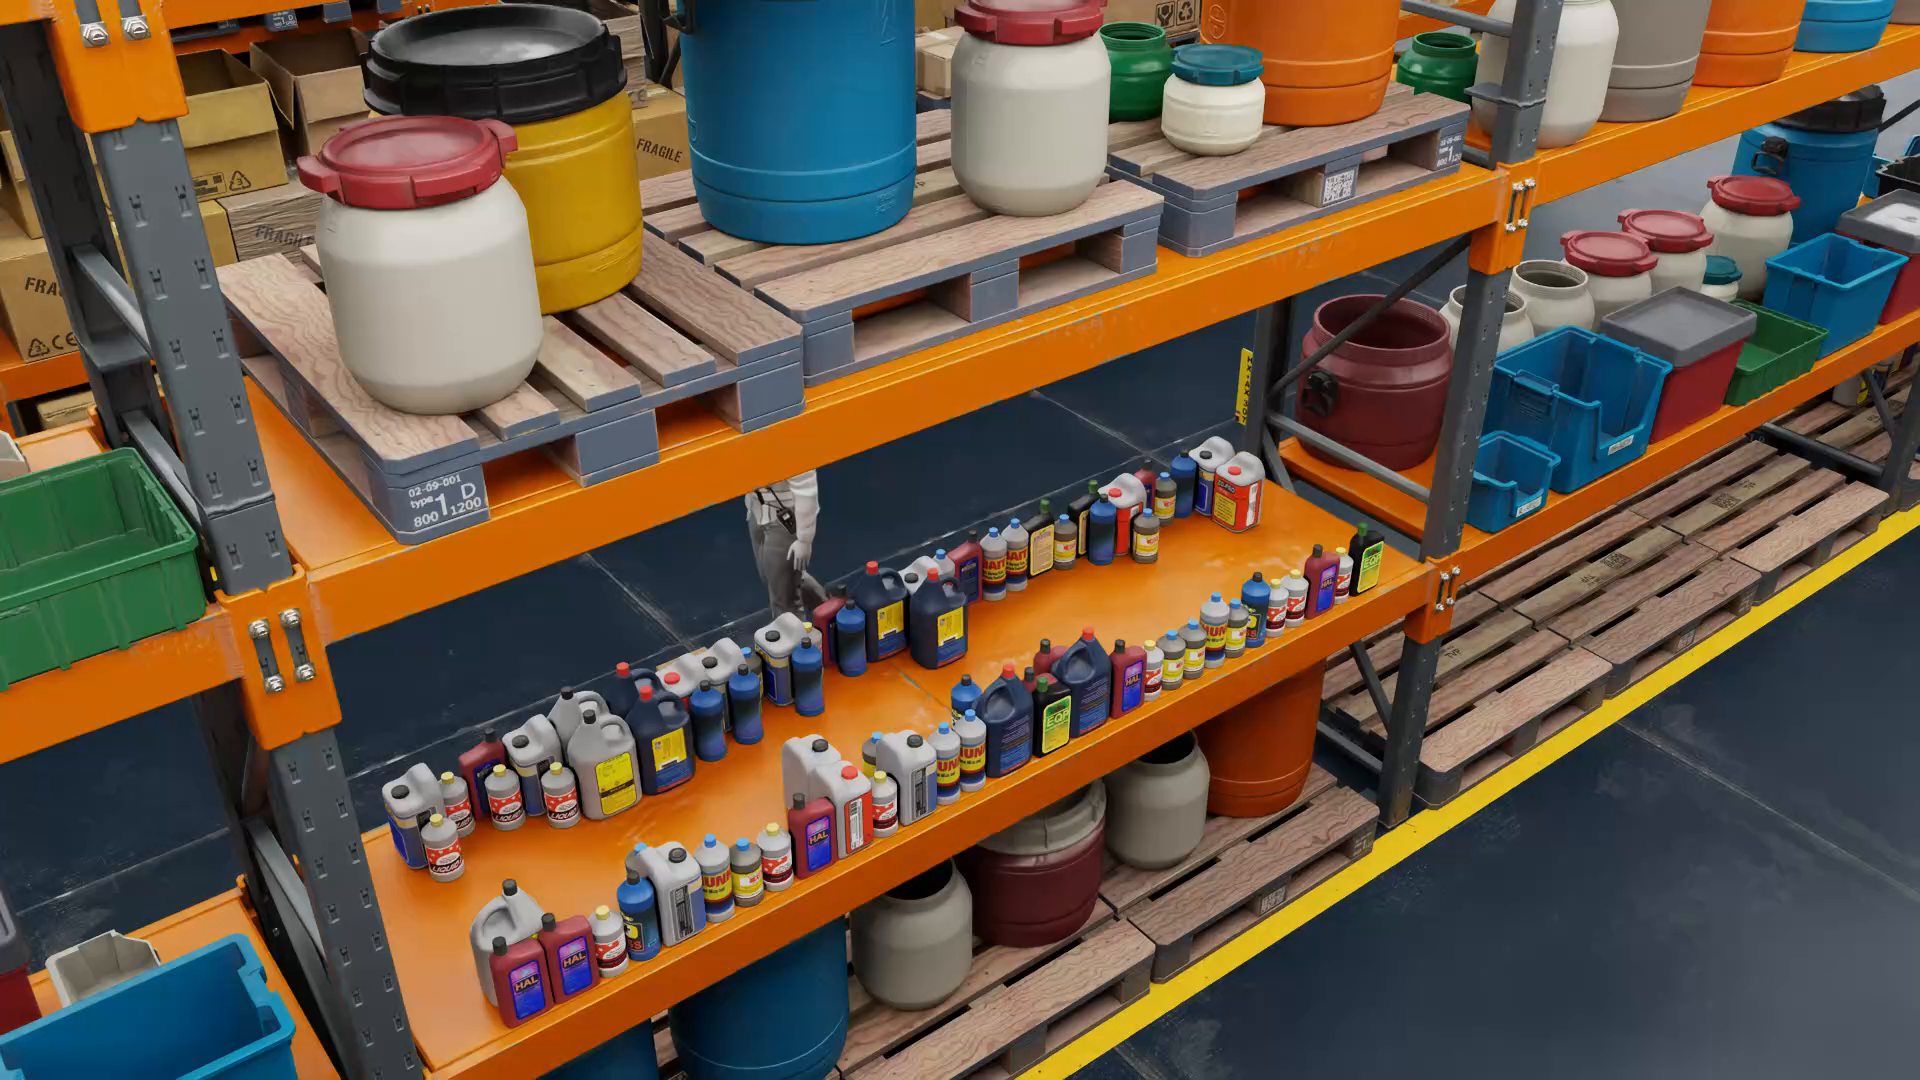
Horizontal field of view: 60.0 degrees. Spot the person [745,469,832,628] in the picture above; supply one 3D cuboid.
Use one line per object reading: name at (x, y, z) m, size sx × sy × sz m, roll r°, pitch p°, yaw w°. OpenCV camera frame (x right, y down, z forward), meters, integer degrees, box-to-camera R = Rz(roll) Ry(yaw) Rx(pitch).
person at (-0.745, -0.108, 7.269) m, size 0.597 × 1.668 × 0.500 m, roll -14°, pitch 35°, yaw -21°
